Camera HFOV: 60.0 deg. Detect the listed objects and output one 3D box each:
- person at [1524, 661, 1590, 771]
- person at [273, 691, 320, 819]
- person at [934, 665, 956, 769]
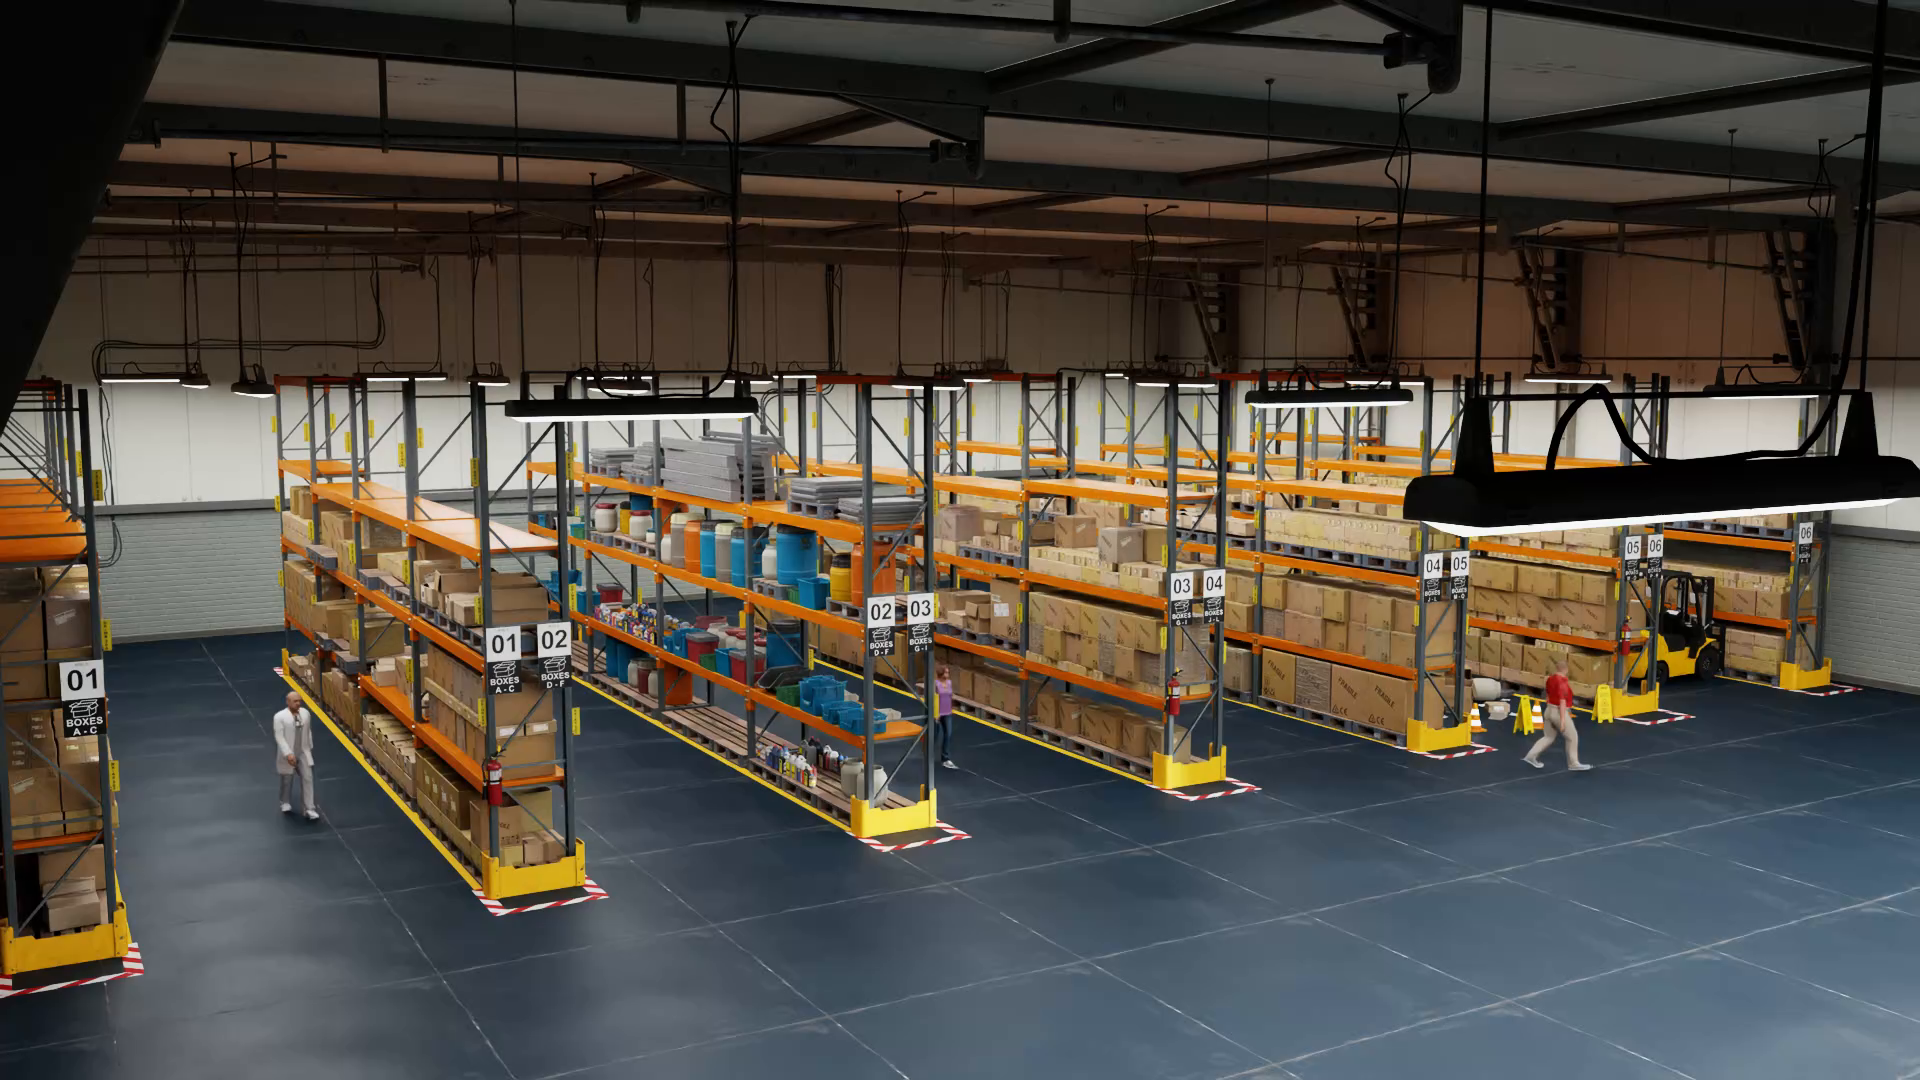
[{"bbox_3d":[9.195,2.694,25.585,0.926,1.684,0.571,-1,6,-9],"label":"person"},{"bbox_3d":[-9.145,2.947,22.965,0.596,1.722,1.070,-6,9,-44],"label":"person"},{"bbox_3d":[-0.274,2.726,25.912,0.503,1.561,0.808,-4,8,-35],"label":"person"}]
